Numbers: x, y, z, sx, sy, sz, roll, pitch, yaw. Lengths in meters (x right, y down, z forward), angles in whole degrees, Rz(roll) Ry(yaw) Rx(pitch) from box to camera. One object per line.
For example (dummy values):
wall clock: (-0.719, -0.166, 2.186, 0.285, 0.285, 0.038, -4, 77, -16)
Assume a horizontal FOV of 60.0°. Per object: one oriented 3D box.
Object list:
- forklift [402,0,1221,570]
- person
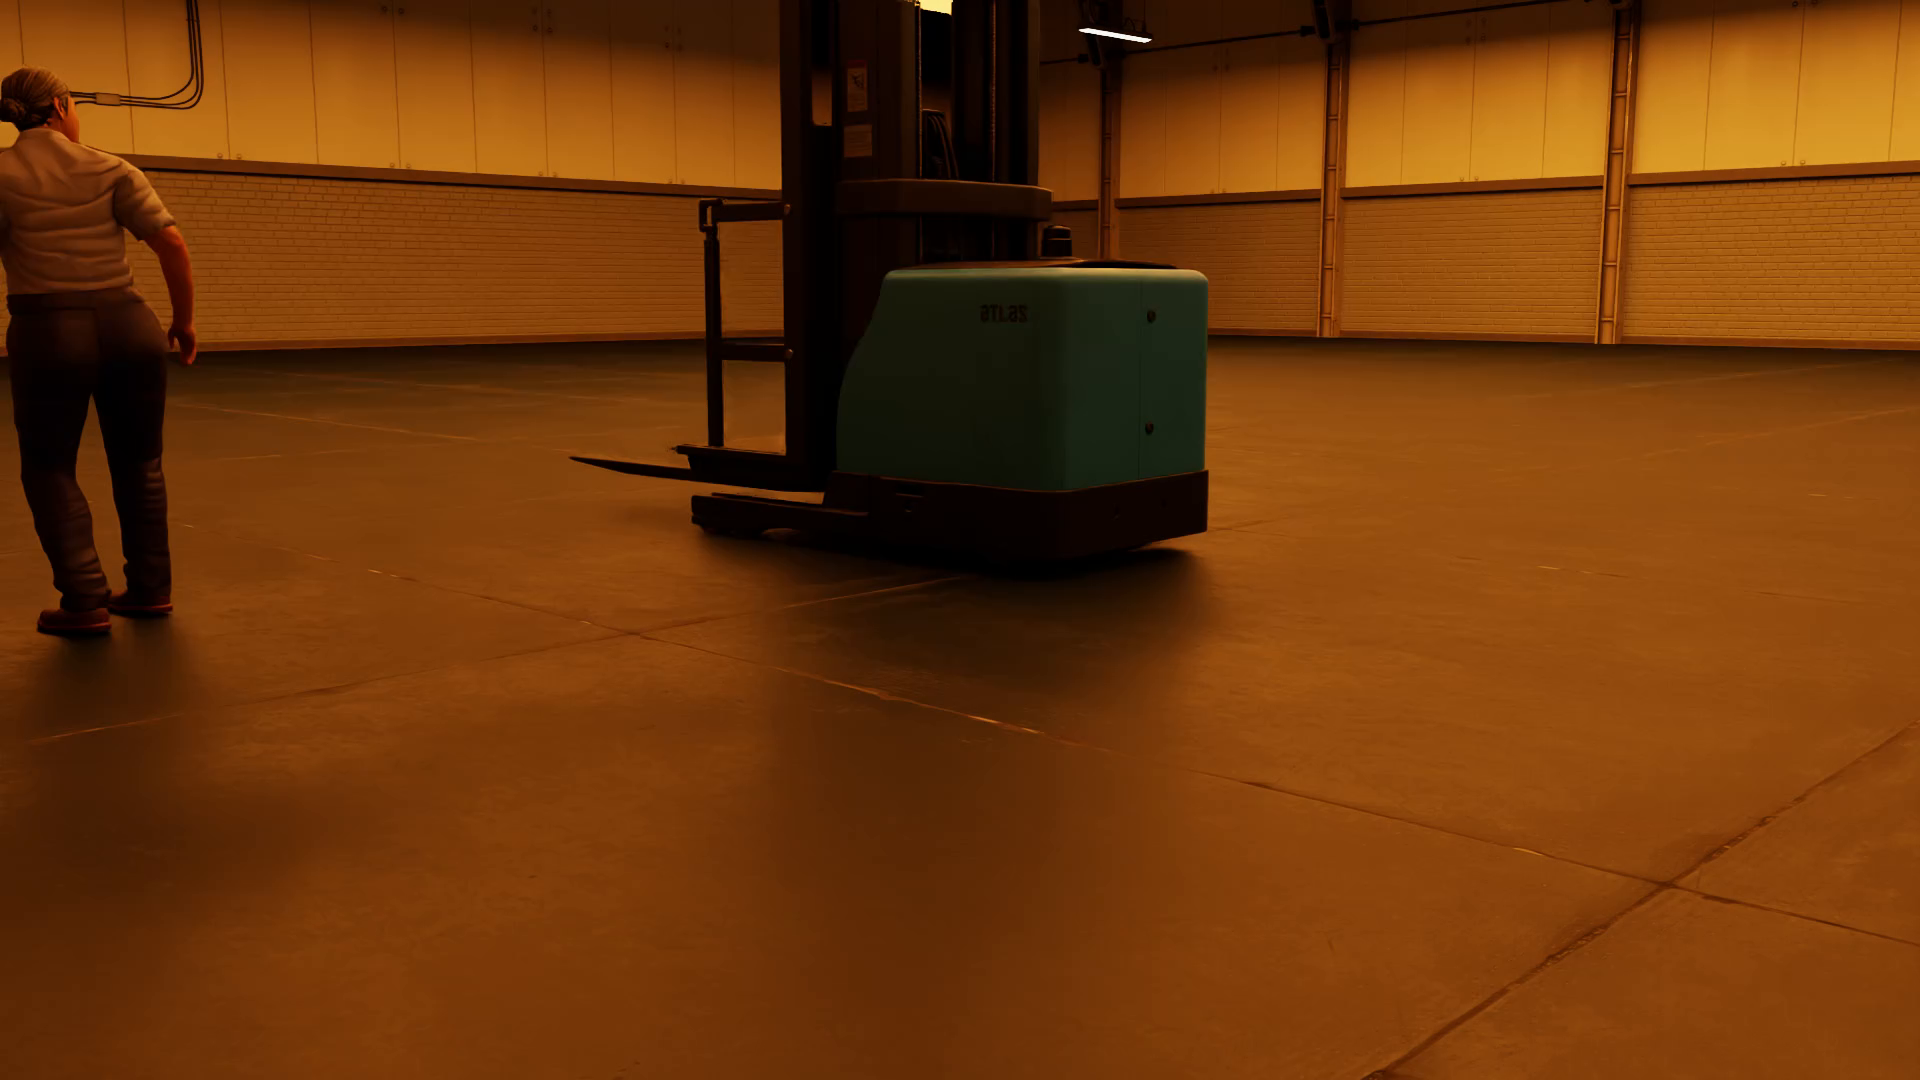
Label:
forklift: (-0.567, -1.427, 6.350, 3.031, 2.935, 1.130, -2, 9, -12)
person: (-2.592, -0.560, 4.945, 0.494, 1.646, 0.461, 0, 9, -2)
